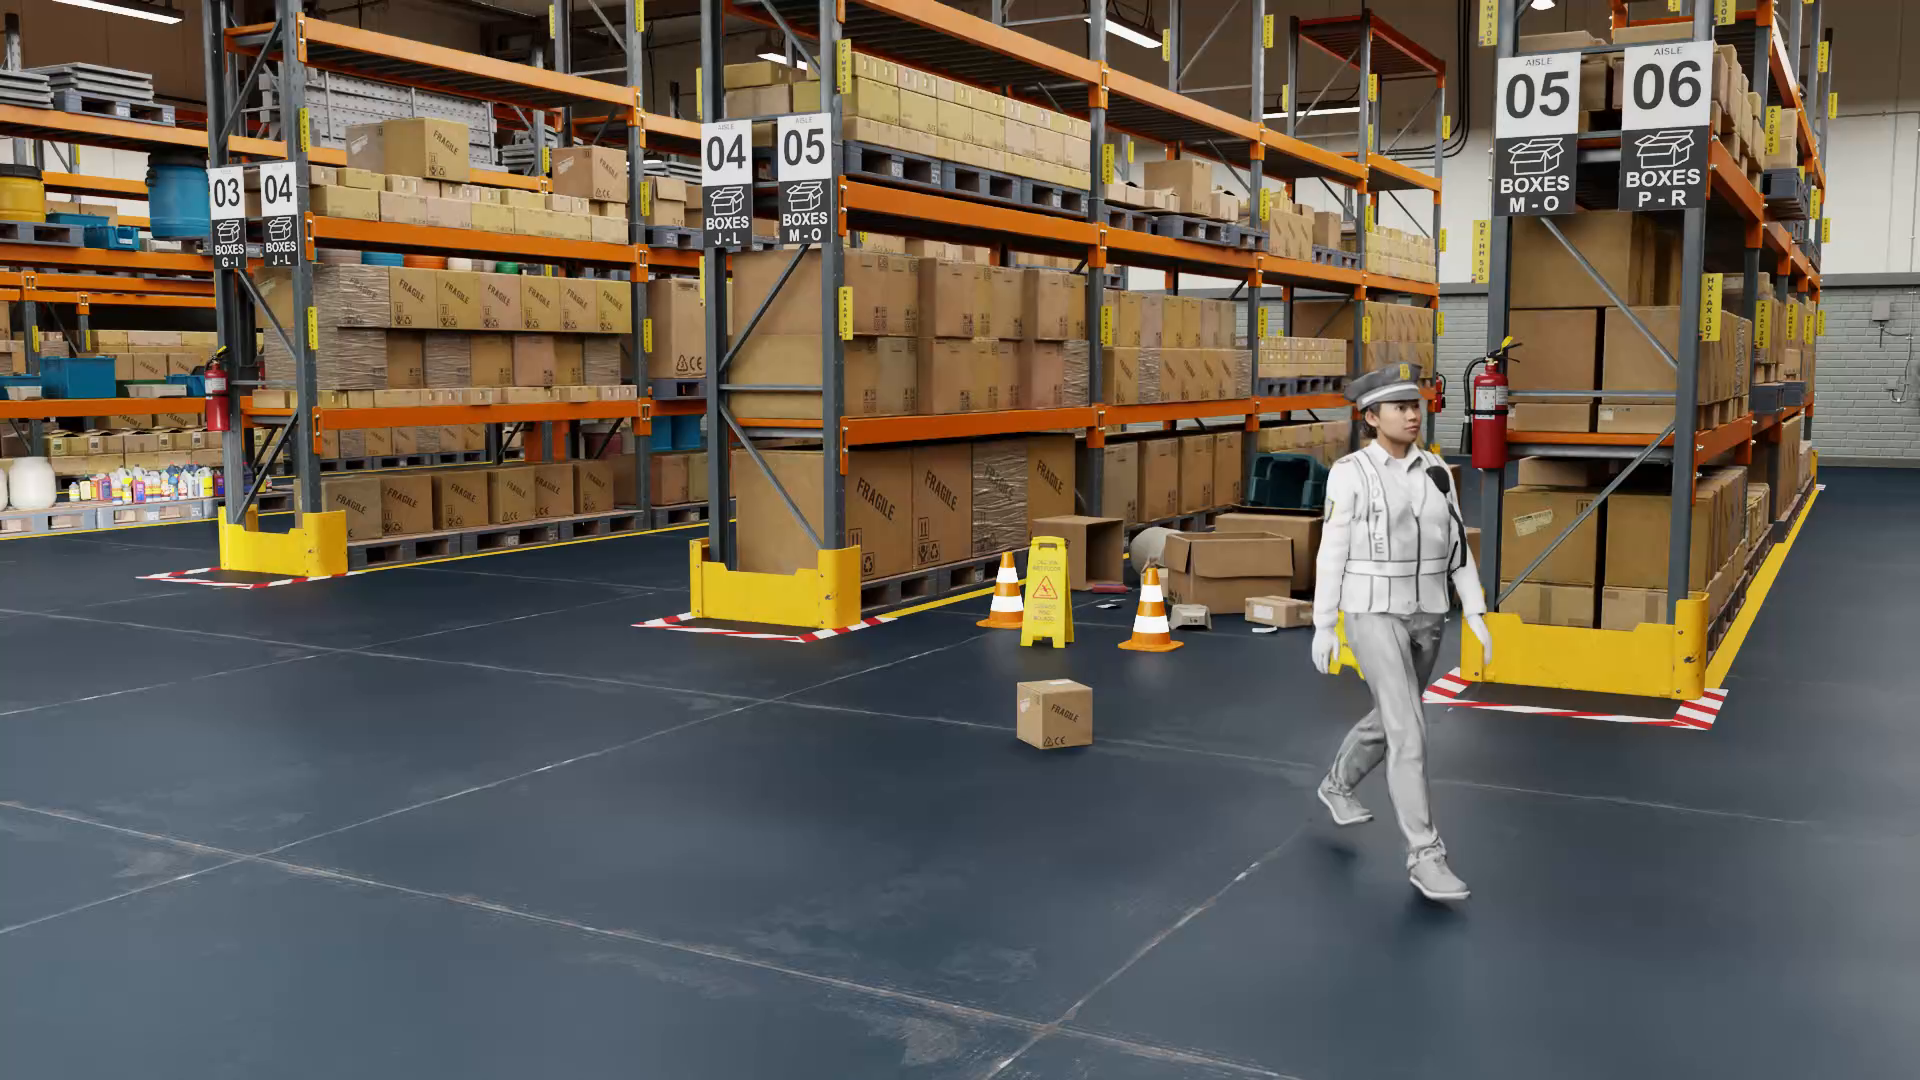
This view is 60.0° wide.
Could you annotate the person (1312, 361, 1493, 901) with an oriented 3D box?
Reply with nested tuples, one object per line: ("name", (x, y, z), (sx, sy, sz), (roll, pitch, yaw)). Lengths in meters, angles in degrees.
("person", (1.439, 0.242, 5.399), (0.502, 1.640, 0.969), (-2, 6, -20))
